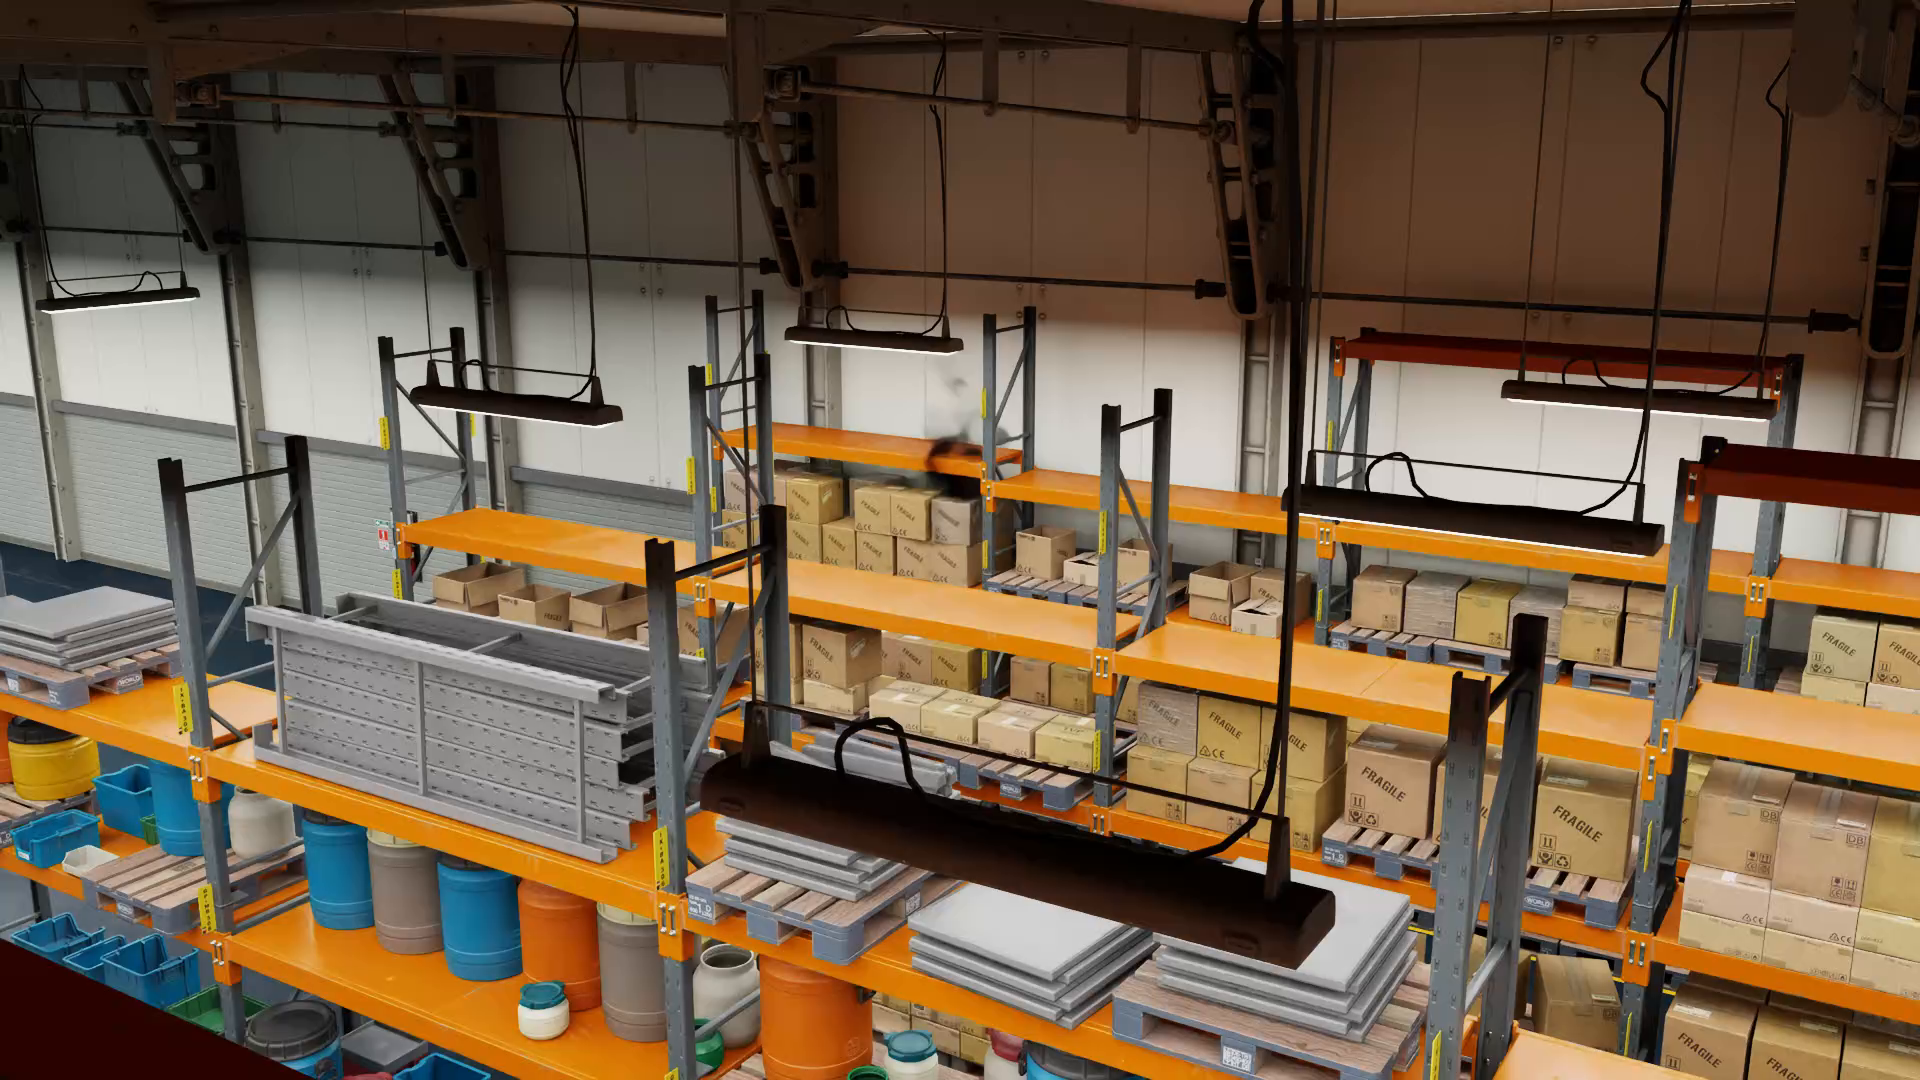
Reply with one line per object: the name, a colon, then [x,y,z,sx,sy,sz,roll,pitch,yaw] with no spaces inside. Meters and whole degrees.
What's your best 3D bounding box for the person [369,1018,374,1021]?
person: [-4.901,3.894,14.160,0.740,1.719,0.574,7,15,25]
